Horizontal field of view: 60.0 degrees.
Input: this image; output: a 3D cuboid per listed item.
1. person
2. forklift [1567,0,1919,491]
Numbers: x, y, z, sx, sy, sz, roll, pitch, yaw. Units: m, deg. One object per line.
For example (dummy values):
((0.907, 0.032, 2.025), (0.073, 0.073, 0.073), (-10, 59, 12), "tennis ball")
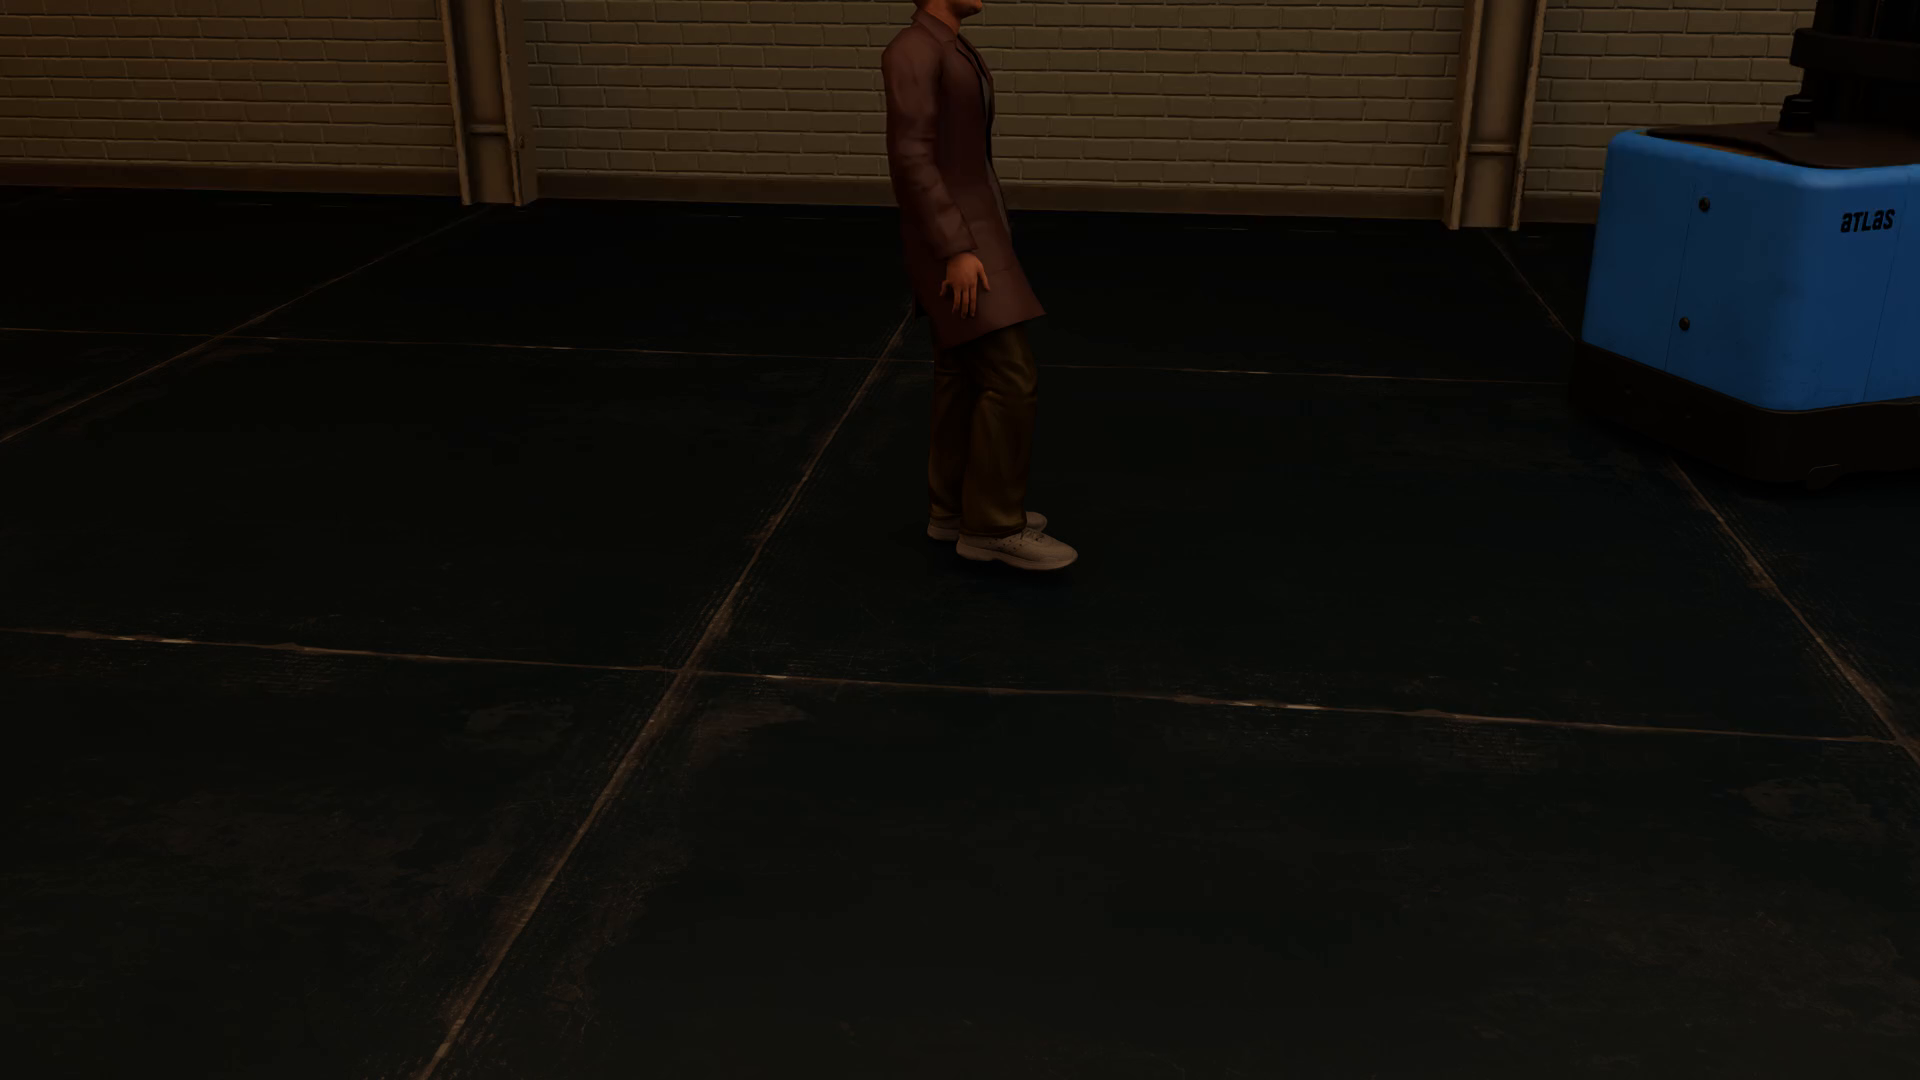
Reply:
((0.091, -0.825, 4.828), (0.580, 1.777, 0.696), (3, 22, 7), "person")
((3.872, -1.843, 5.831), (3.031, 2.935, 1.130), (-8, 23, -18), "forklift")
